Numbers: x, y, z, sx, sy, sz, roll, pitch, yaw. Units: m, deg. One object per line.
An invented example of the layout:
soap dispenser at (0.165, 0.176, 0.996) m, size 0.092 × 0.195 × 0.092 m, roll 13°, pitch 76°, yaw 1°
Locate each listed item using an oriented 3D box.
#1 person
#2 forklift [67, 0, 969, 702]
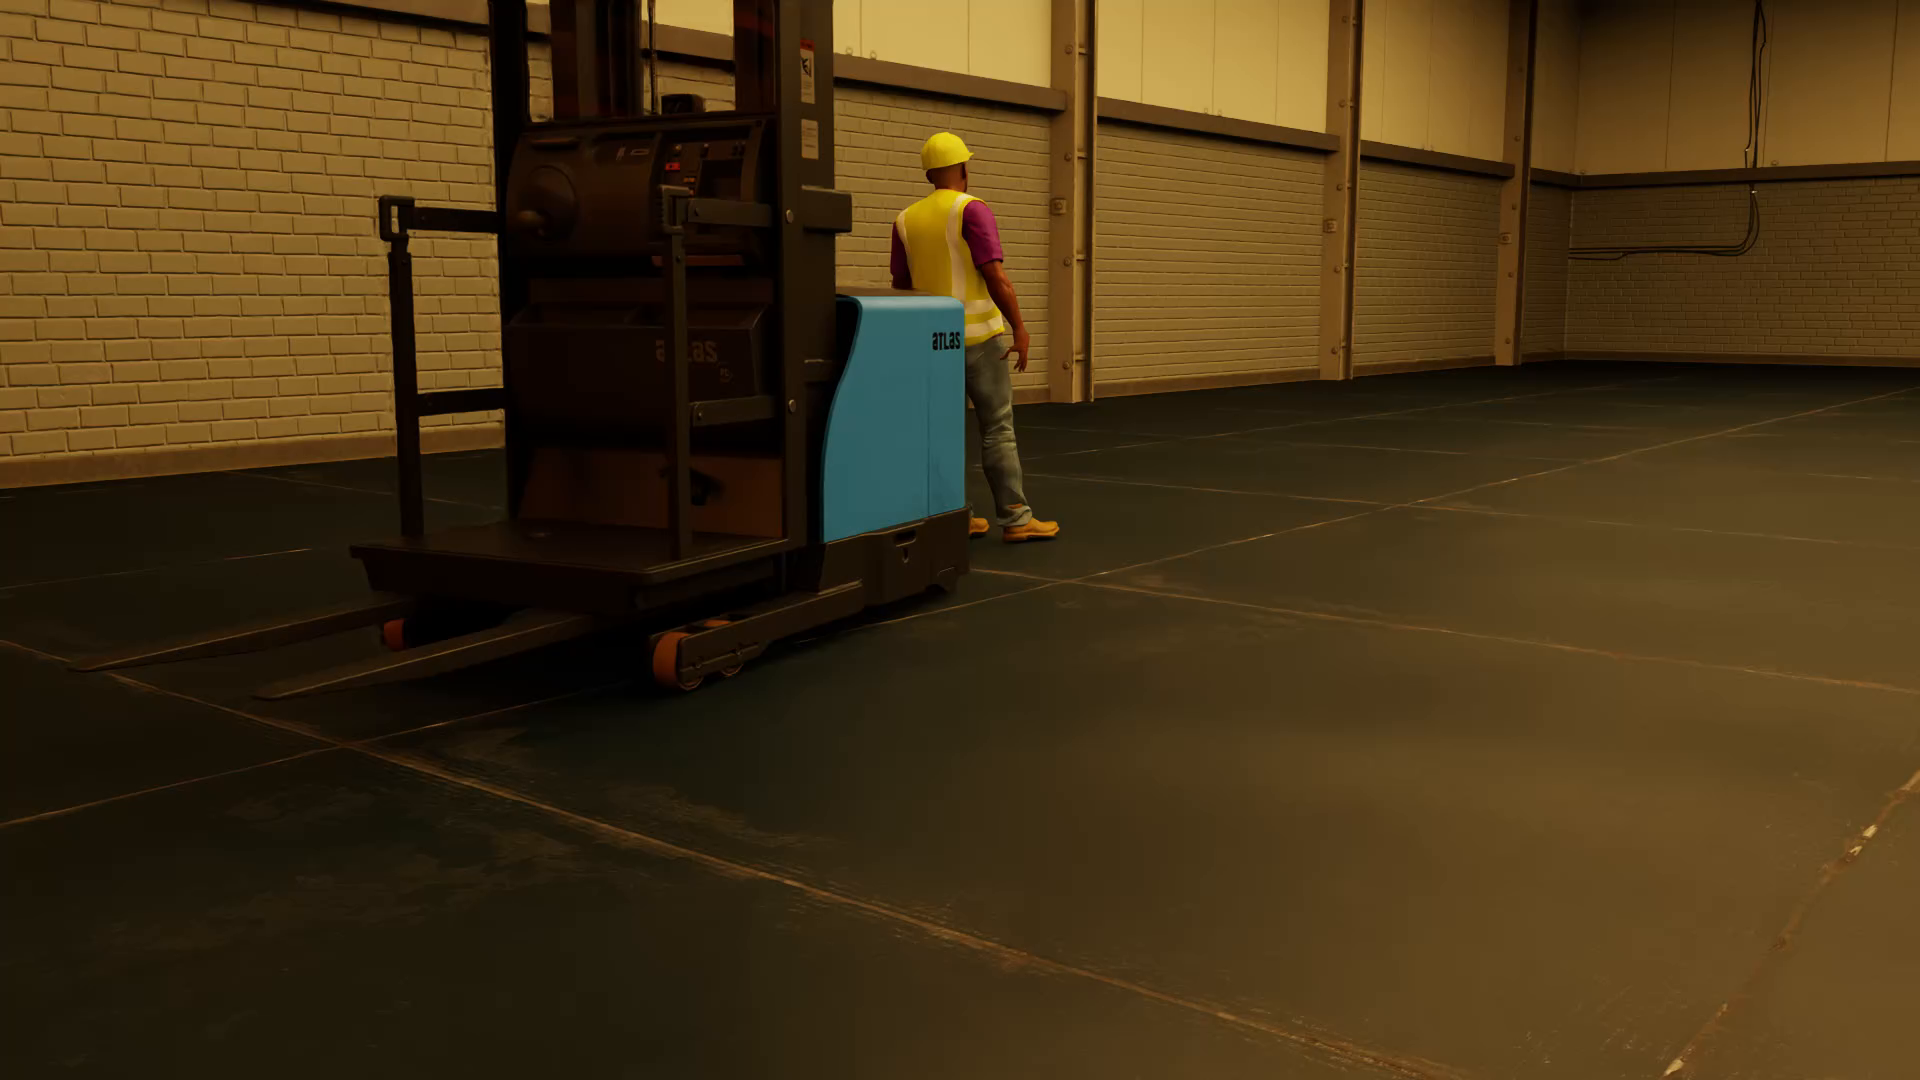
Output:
person at (0.048, -0.888, 7.326) m, size 0.666 × 1.765 × 0.577 m, roll 7°, pitch 11°, yaw 38°
forklift at (-1.085, -1.108, 4.852) m, size 1.130 × 2.935 × 3.031 m, roll 4°, pitch 9°, yaw 27°
